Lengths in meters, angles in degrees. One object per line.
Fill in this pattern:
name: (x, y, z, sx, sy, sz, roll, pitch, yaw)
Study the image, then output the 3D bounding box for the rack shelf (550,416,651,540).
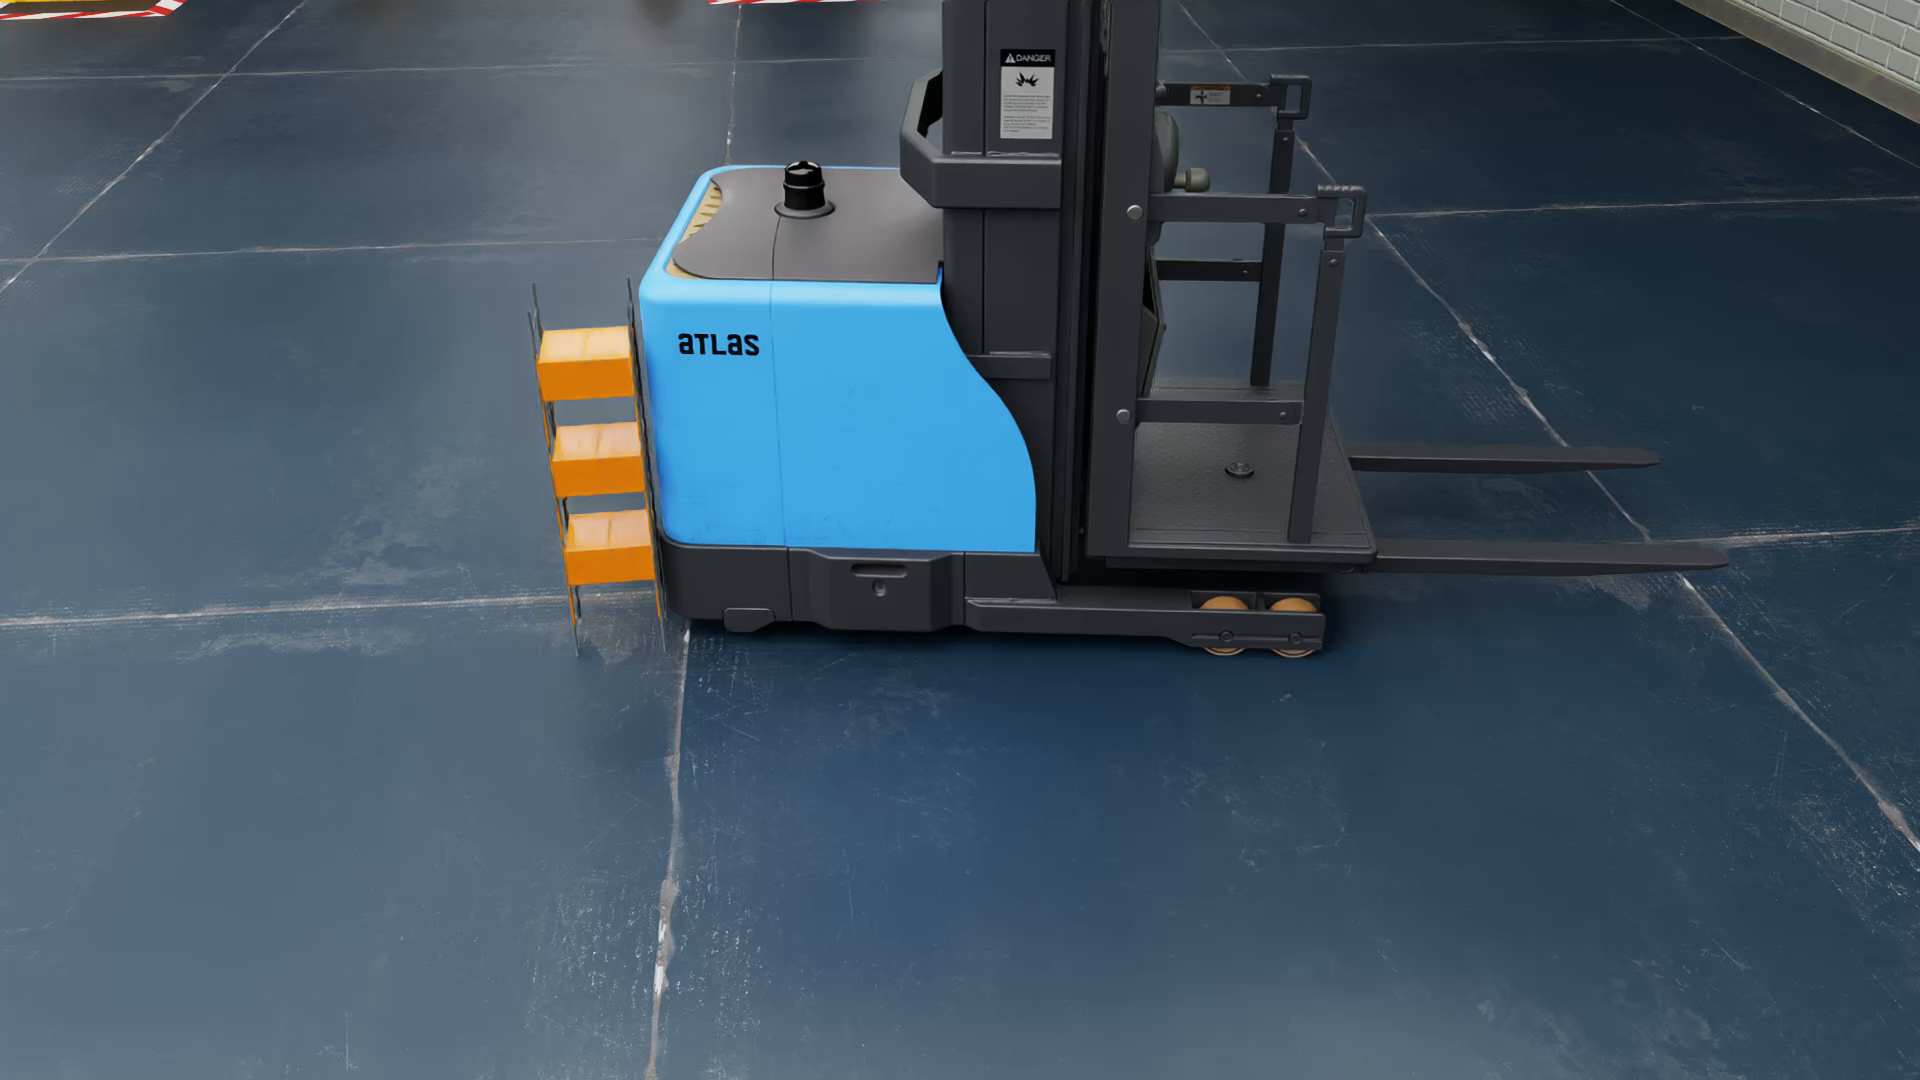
rack shelf: (-0.975, -0.172, 4.534, 0.240, 0.259, 0.215, -4, 31, -7)

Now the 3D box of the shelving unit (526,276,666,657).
shelving unit: (-0.975, -0.181, 4.529, 0.252, 1.050, 0.215, -4, 31, -7)

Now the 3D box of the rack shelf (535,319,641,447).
rack shelf: (-0.975, -0.415, 4.389, 0.240, 0.259, 0.215, -4, 31, -7)

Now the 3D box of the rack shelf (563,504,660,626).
rack shelf: (-0.975, 0.067, 4.677, 0.240, 0.259, 0.215, -4, 31, -7)

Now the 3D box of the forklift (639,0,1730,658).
forklift: (0.683, -1.207, 4.412, 3.031, 2.935, 1.130, 1, 31, 2)

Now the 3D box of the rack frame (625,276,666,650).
rack frame: (-0.854, -0.190, 4.544, 0.008, 1.050, 0.200, -4, 31, -7)

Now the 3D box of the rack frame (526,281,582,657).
rack frame: (-1.096, -0.172, 4.514, 0.008, 1.050, 0.200, -4, 31, -7)
